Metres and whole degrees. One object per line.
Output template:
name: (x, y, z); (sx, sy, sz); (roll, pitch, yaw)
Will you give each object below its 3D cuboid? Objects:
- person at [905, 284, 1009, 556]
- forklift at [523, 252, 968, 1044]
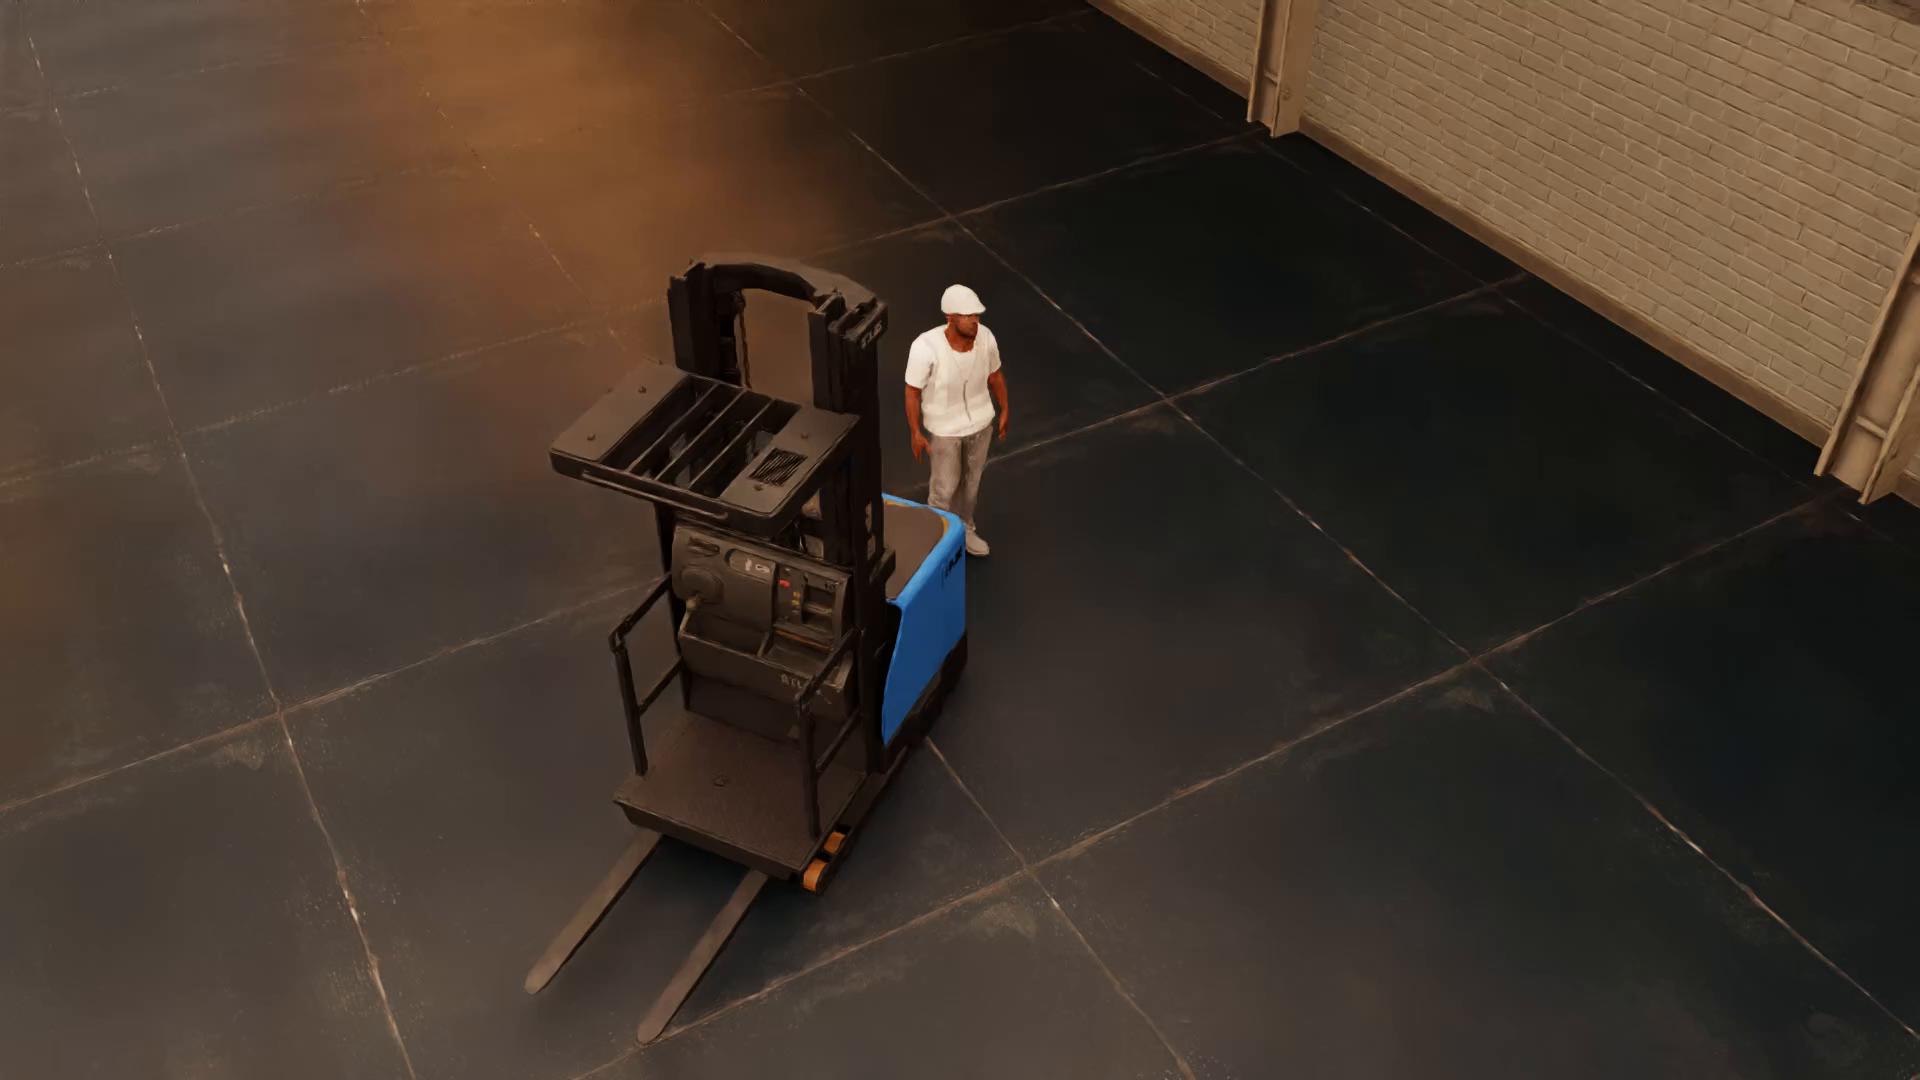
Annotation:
person: (0.030, -0.645, 9.715); (0.665, 1.766, 0.576); (-20, 44, -23)
forklift: (-1.039, 0.294, 7.682); (1.130, 2.935, 3.031); (17, 42, 19)
